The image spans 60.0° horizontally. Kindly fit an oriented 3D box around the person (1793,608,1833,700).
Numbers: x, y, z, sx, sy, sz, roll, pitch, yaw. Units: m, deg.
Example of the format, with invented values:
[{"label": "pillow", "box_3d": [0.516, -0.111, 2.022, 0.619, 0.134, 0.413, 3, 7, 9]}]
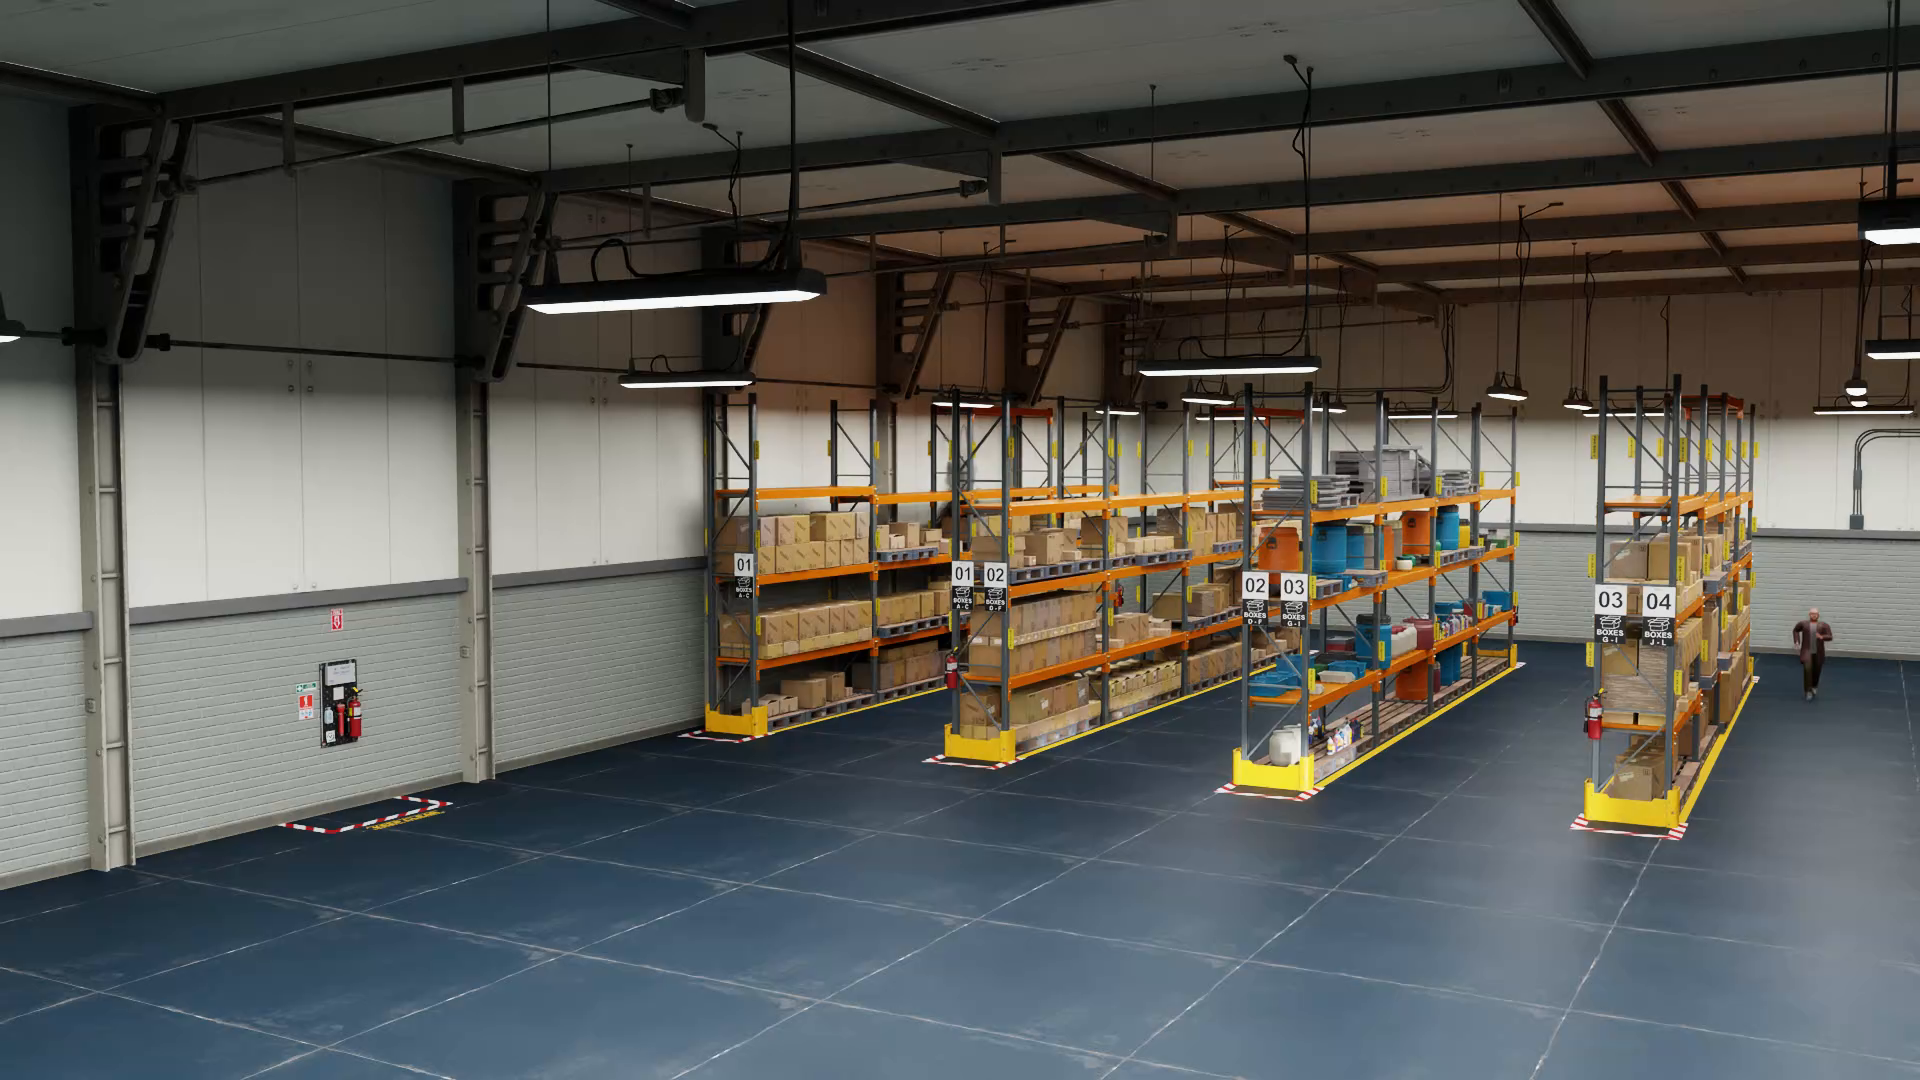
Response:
[{"label": "person", "box_3d": [17.190, 2.278, 33.519, 0.691, 1.800, 1.001, 1, 3, 21]}]
